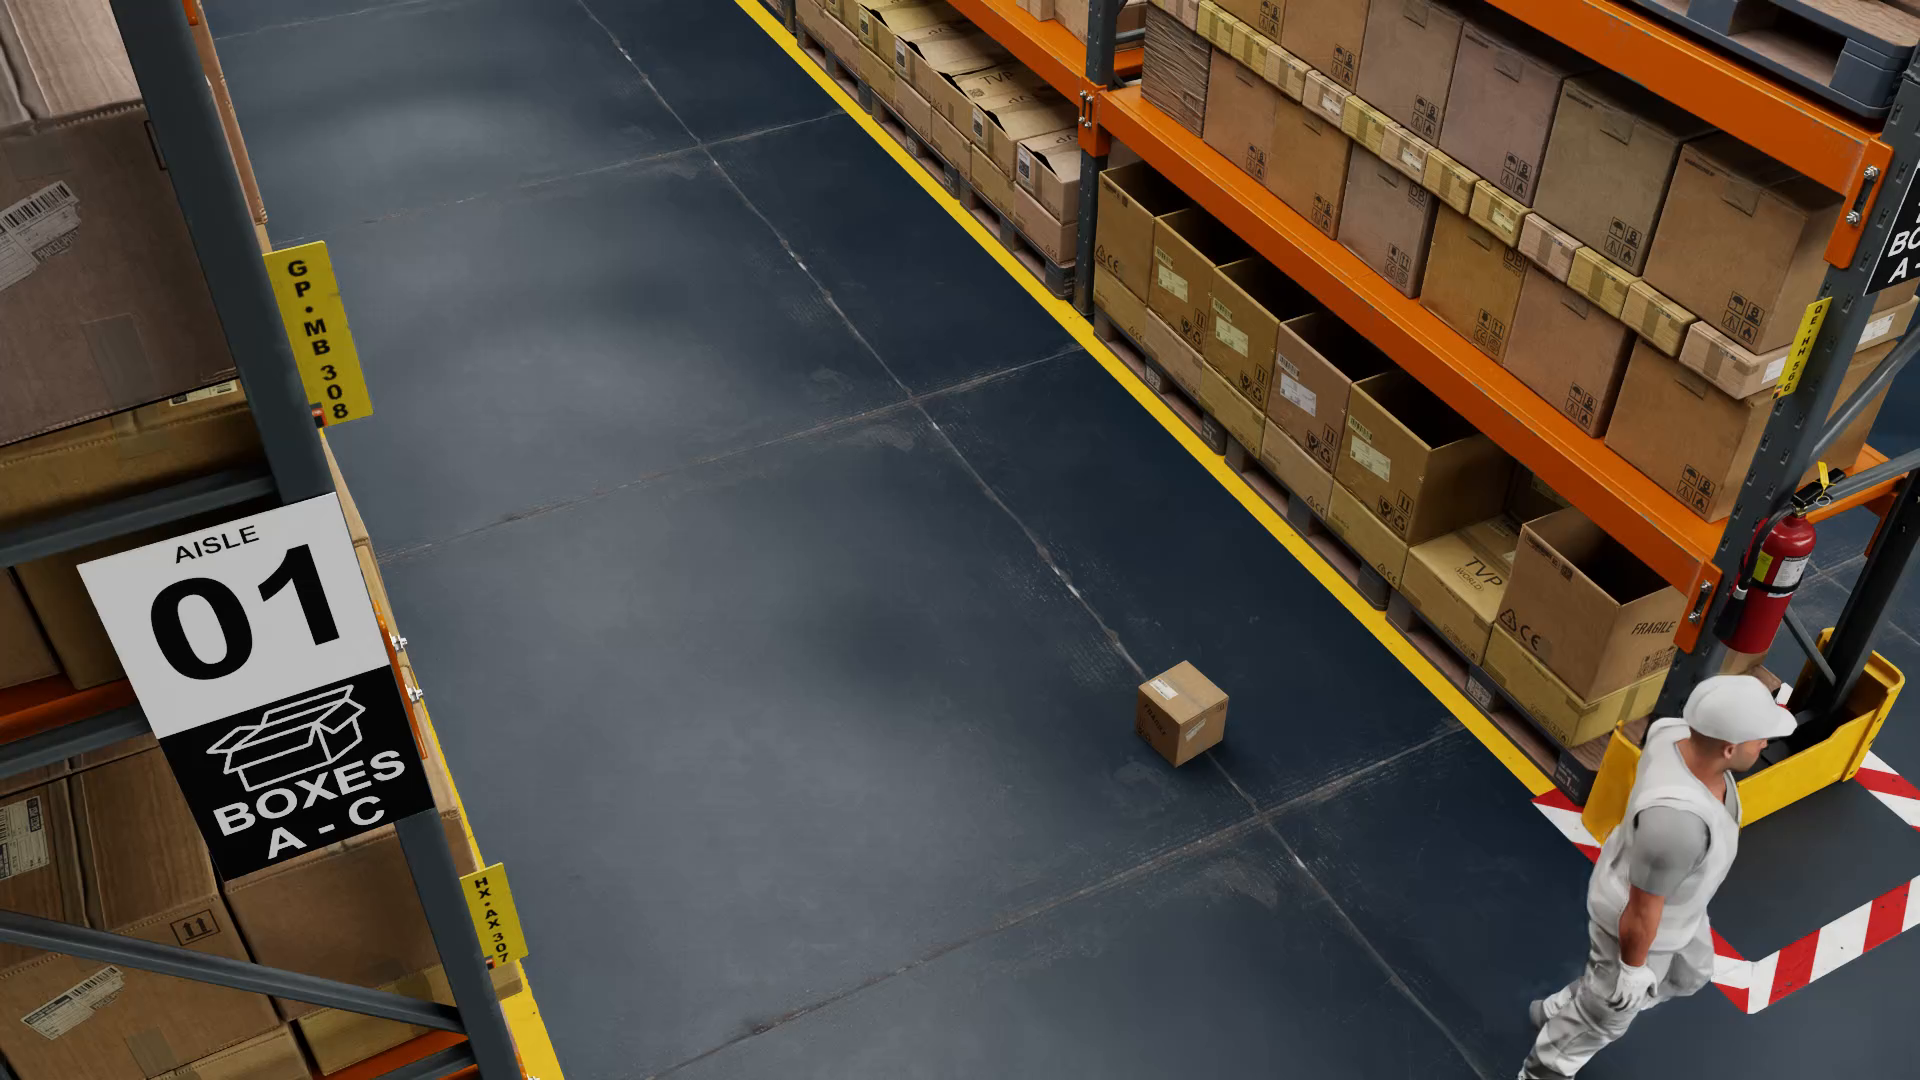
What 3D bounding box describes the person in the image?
[{"bbox_3d":[2.041,1.081,4.861,0.453,1.778,0.636,20,45,22],"label":"person"}]
